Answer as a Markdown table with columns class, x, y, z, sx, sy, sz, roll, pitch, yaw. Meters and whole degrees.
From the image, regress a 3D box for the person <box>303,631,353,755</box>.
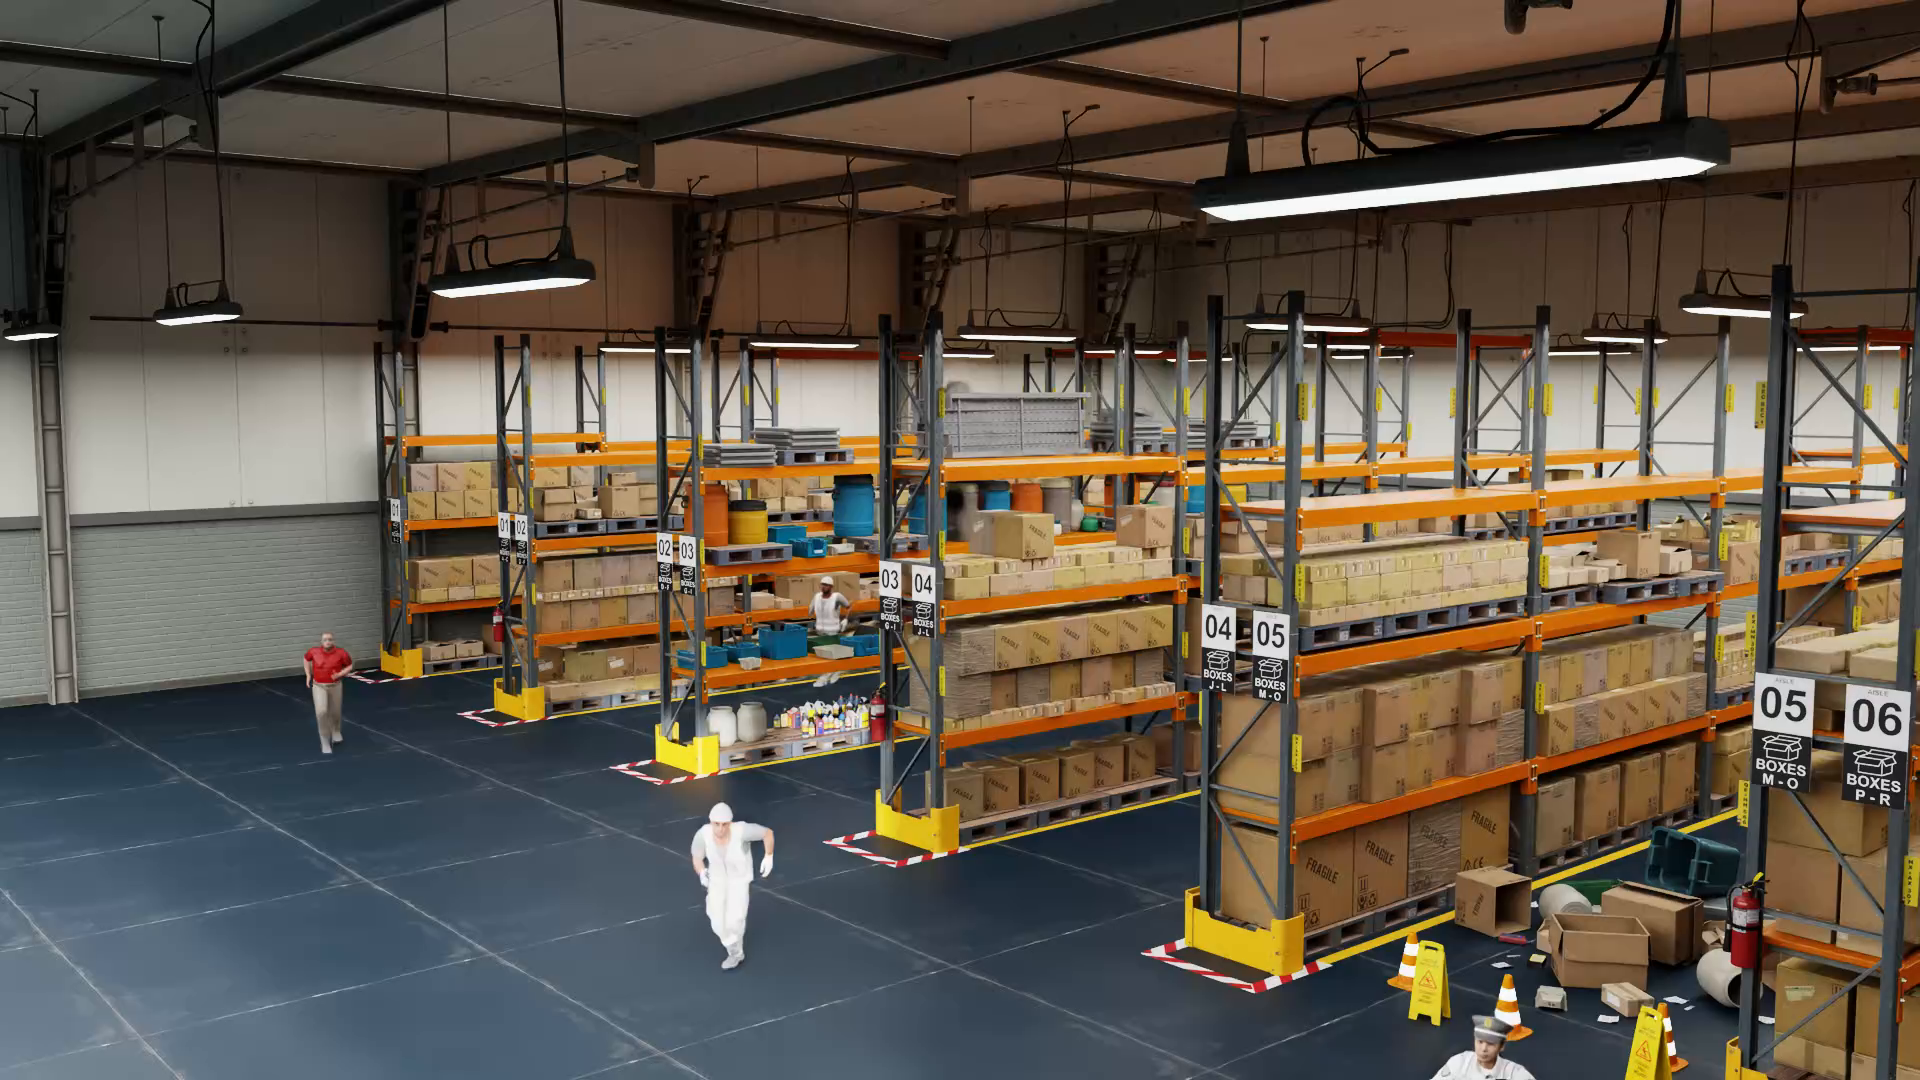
| class | x | y | z | sx | sy | sz | roll | pitch | yaw |
| --- | --- | --- | --- | --- | --- | --- | --- | --- | --- |
| person | -9.052 | 2.159 | 23.858 | 0.674 | 1.762 | 0.850 | -2 | 6 | -20 |

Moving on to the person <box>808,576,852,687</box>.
| class | x | y | z | sx | sy | sz | roll | pitch | yaw |
| --- | --- | --- | --- | --- | --- | --- | --- | --- | --- |
| person | -2.181 | 1.505 | 27.332 | 0.703 | 1.826 | 0.880 | 3 | 6 | 28 |

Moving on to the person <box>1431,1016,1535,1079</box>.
| class | x | y | z | sx | sy | sz | roll | pitch | yaw |
| --- | --- | --- | --- | --- | --- | --- | --- | --- | --- |
| person | 2.979 | 3.504 | 9.557 | 0.792 | 1.687 | 0.589 | 3 | 6 | 27 |

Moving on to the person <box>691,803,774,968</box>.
| class | x | y | z | sx | sy | sz | roll | pitch | yaw |
| --- | --- | --- | --- | --- | --- | --- | --- | --- | --- |
| person | -1.994 | 3.043 | 14.586 | 0.696 | 1.604 | 0.828 | 0 | 5 | 4 |
